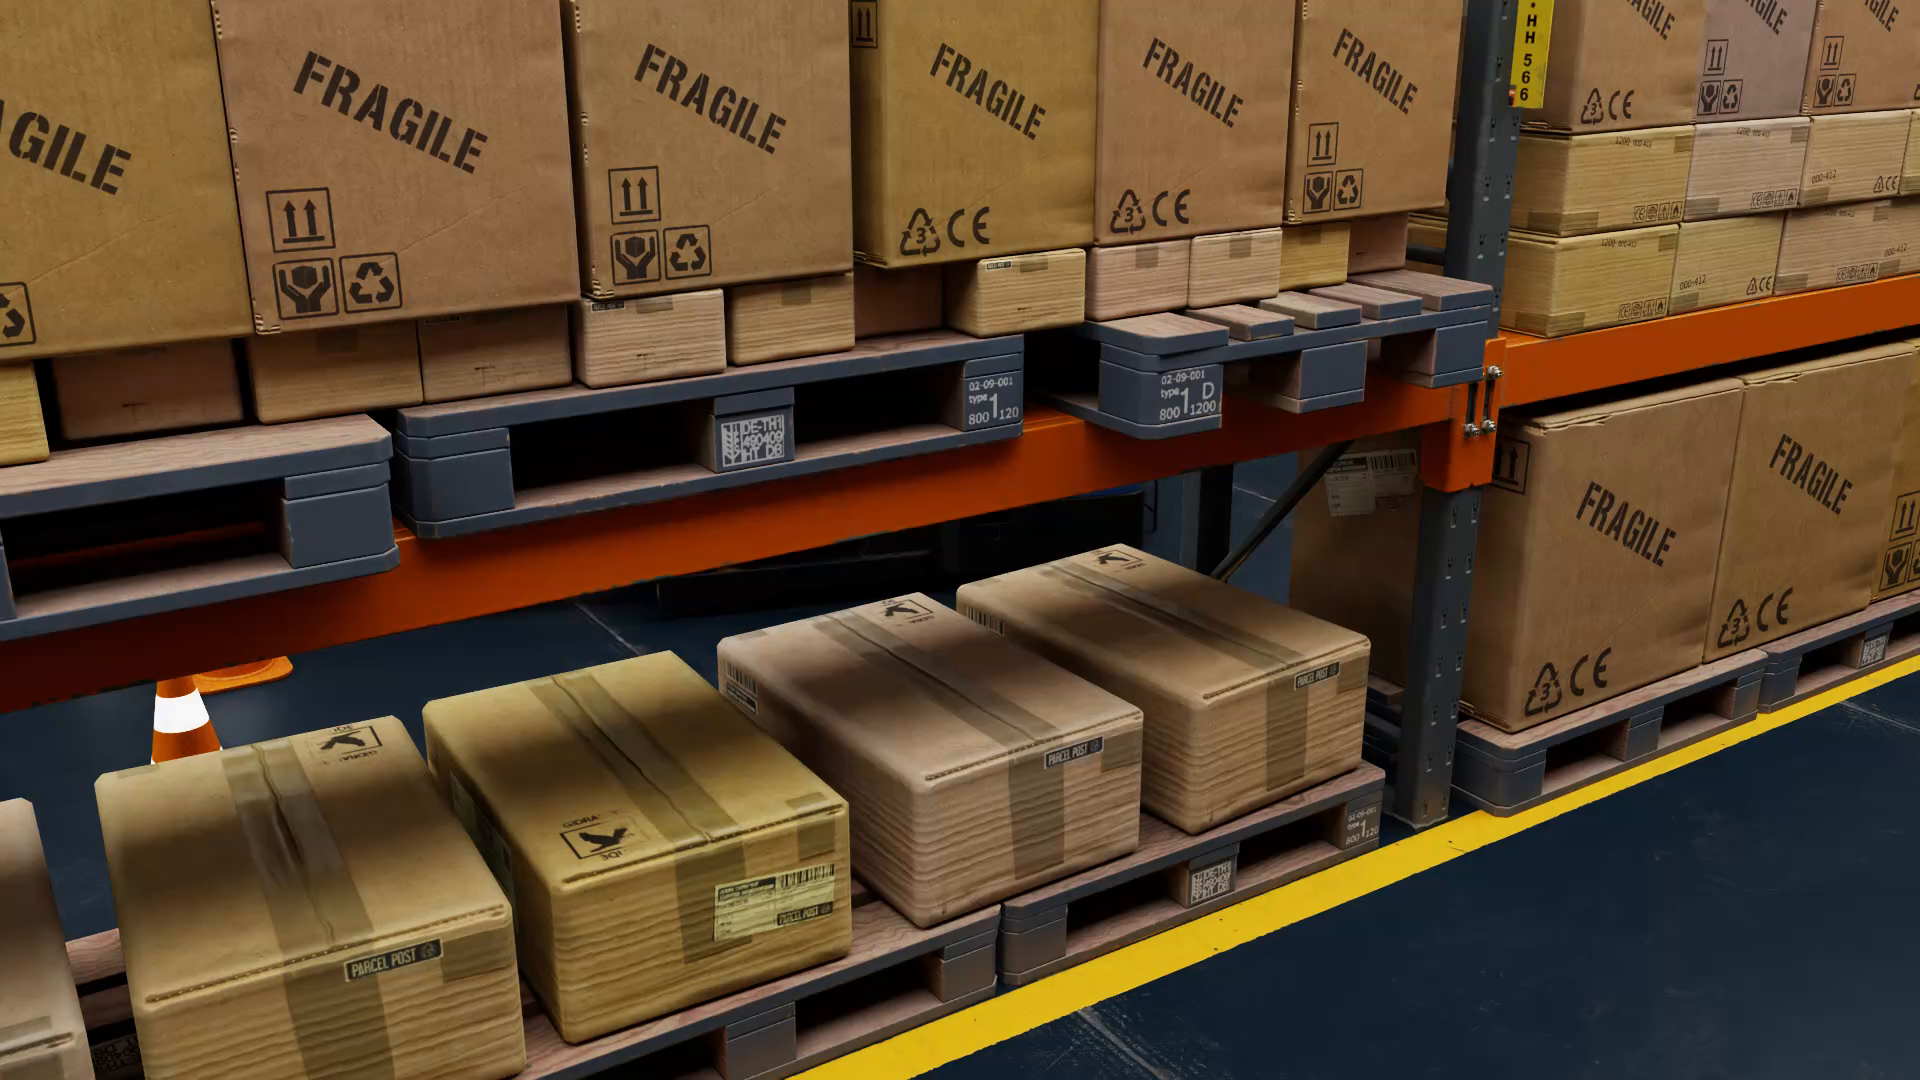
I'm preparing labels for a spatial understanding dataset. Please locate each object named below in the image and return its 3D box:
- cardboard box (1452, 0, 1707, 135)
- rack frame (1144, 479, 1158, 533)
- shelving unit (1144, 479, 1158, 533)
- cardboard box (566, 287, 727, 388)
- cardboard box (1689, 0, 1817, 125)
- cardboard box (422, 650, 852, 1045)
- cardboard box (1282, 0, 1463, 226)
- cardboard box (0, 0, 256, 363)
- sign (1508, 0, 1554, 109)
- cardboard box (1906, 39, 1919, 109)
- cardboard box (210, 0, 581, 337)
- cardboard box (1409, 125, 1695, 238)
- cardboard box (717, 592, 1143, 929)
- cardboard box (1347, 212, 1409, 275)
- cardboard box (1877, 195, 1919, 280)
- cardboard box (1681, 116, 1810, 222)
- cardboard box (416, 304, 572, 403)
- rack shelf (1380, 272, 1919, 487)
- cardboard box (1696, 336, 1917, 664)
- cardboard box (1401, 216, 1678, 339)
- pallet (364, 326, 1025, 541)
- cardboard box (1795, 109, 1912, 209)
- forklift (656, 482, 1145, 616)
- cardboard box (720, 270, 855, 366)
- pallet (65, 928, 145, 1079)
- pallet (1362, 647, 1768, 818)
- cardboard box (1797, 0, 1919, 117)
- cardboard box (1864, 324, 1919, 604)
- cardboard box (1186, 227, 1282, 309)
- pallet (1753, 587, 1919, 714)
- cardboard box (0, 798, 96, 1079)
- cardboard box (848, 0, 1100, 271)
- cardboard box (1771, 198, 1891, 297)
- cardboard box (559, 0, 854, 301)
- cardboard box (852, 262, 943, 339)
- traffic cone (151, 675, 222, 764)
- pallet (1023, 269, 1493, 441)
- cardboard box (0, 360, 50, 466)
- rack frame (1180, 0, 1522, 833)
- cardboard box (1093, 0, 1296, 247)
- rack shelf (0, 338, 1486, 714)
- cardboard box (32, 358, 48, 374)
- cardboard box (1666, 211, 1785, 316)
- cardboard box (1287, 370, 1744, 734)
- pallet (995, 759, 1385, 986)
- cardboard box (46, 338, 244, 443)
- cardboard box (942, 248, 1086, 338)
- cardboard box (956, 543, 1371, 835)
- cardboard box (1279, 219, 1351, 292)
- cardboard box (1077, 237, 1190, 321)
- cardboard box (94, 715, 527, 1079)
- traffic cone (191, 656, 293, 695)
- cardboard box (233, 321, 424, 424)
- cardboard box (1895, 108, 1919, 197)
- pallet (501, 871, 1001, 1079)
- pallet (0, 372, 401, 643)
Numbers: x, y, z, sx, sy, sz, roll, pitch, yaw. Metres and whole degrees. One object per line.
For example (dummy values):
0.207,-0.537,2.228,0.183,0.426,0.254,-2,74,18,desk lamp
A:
1.540,-1.326,4.266,0.500,0.500,0.500,-13,22,-33,cardboard box
0.772,-0.634,6.747,0.006,1.200,0.240,-5,19,-15,rack frame
0.684,-0.626,6.723,0.189,1.200,0.258,-5,19,-15,shelving unit
-0.608,-0.394,2.963,0.250,0.149,0.380,-11,22,-29,cardboard box
1.949,-1.416,4.532,0.500,0.500,0.500,-12,22,-31,cardboard box
-0.733,0.623,3.665,0.625,0.372,0.950,-11,22,-30,cardboard box
0.766,-1.016,3.791,0.500,0.500,0.500,-13,22,-33,cardboard box
-1.380,-0.560,2.443,0.500,0.500,0.500,-12,22,-31,cardboard box
1.300,-1.151,3.782,0.005,0.325,0.100,-12,22,-31,sign
2.812,-1.591,5.050,0.500,0.500,0.500,-12,22,-31,cardboard box
-0.960,-0.644,2.689,0.500,0.500,0.500,-12,22,-32,cardboard box
1.552,-0.973,4.391,0.500,0.250,0.500,-12,22,-32,cardboard box
-0.096,0.491,4.055,0.625,0.372,0.950,-12,22,-32,cardboard box
0.849,-0.743,3.995,0.250,0.149,0.380,-11,22,-29,cardboard box
2.811,-1.005,5.269,0.500,0.250,0.500,-12,22,-31,cardboard box
1.984,-1.063,4.660,0.500,0.250,0.500,-11,22,-30,cardboard box
-0.859,-0.361,2.865,0.250,0.149,0.380,-12,22,-31,cardboard box
2.664,-0.795,5.536,4.000,0.370,1.077,-12,22,-31,rack shelf
2.363,-0.231,5.407,0.875,0.875,0.875,-12,22,-31,cardboard box
1.540,-0.731,4.459,0.500,0.250,0.500,-12,22,-32,cardboard box
-0.638,-0.333,3.346,1.213,0.211,1.003,-12,22,-31,pallet
2.408,-1.148,4.910,0.500,0.250,0.500,-12,22,-32,cardboard box
-0.867,-1.304,6.025,3.031,2.935,1.130,-5,19,-15,forklift
-0.402,-0.449,3.125,0.250,0.149,0.380,-13,22,-33,cardboard box
-1.698,1.104,3.148,1.213,0.211,1.003,-12,22,-31,pallet
1.693,0.419,5.177,1.213,0.211,1.003,-12,22,-31,pallet
2.389,-1.503,4.790,0.500,0.500,0.500,-11,22,-30,cardboard box
3.110,-0.389,5.873,0.875,0.875,0.875,-11,22,-30,cardboard box
0.479,-0.620,3.631,0.250,0.149,0.380,-12,22,-32,cardboard box
2.711,0.205,5.808,1.213,0.211,1.003,-12,22,-31,pallet
-1.911,0.874,2.924,0.625,0.372,0.950,-12,22,-31,cardboard box
-0.080,-0.833,3.249,0.500,0.500,0.500,-14,23,-35,cardboard box
2.401,-0.917,5.009,0.500,0.250,0.500,-11,22,-30,cardboard box
-0.537,-0.737,2.966,0.500,0.500,0.500,-13,23,-34,cardboard box
-0.237,-0.515,3.321,0.250,0.149,0.380,-12,22,-31,cardboard box
-2.082,0.530,4.455,0.334,0.463,0.336,-12,22,-31,traffic cone
0.457,-0.539,3.954,1.003,0.211,1.213,-12,22,-31,pallet
-1.499,-0.213,2.429,0.250,0.149,0.380,-11,22,-30,cardboard box
0.993,-0.784,4.379,0.127,3.000,1.000,-12,22,-31,rack frame
0.341,-0.922,3.513,0.500,0.500,0.500,-12,22,-32,cardboard box
-0.677,-0.090,3.452,4.000,0.370,1.077,-12,22,-31,rack shelf
-1.644,-0.420,3.040,0.250,0.149,0.380,-12,22,-32,cardboard box
1.959,-0.827,4.740,0.500,0.250,0.500,-13,22,-33,cardboard box
1.616,-0.075,4.946,0.875,0.875,0.875,-12,22,-32,cardboard box
0.340,0.675,4.419,1.213,0.211,1.003,-12,22,-31,pallet
-1.304,-0.284,2.637,0.250,0.149,0.380,-10,21,-28,cardboard box
0.042,-0.525,3.352,0.250,0.149,0.380,-11,22,-30,cardboard box
0.516,0.359,4.446,0.625,0.372,0.950,-14,23,-35,cardboard box
0.665,-0.676,3.798,0.250,0.149,0.380,-12,22,-31,cardboard box
0.264,-0.578,3.506,0.250,0.149,0.380,-13,23,-34,cardboard box
-1.312,0.746,3.301,0.625,0.372,0.950,-10,21,-28,cardboard box
-2.390,0.211,5.397,0.334,0.463,0.336,-12,22,-31,traffic cone
-1.066,-0.318,2.738,0.250,0.149,0.380,-12,22,-31,cardboard box
2.838,-1.234,5.164,0.500,0.250,0.500,-11,22,-30,cardboard box
-0.678,0.888,3.788,1.213,0.211,1.003,-12,22,-31,pallet
-1.629,-0.084,2.609,1.213,0.211,1.003,-12,22,-31,pallet
